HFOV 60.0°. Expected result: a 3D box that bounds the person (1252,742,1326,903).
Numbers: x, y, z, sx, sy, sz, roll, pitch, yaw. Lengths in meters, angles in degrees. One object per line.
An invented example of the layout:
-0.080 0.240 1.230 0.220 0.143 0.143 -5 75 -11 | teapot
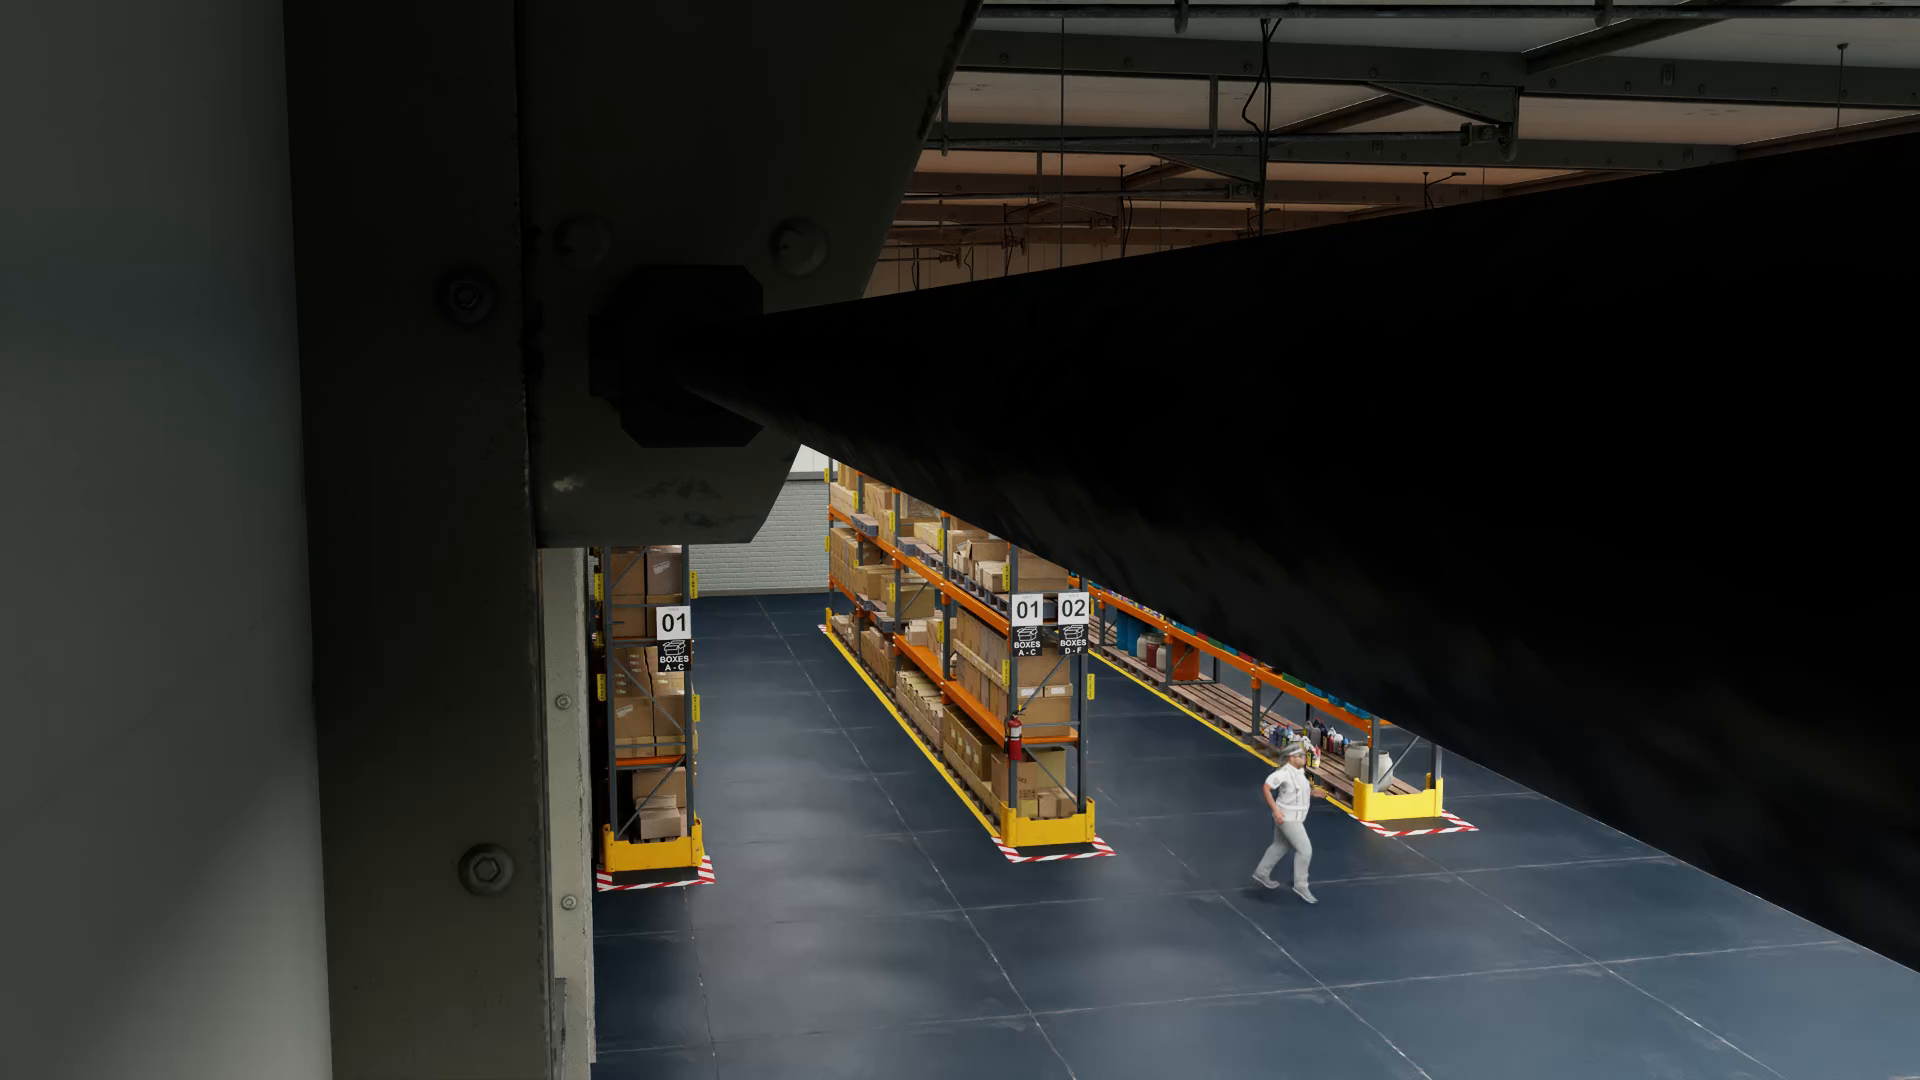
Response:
3.770 3.194 19.042 0.800 1.837 0.642 2 7 20 | person
